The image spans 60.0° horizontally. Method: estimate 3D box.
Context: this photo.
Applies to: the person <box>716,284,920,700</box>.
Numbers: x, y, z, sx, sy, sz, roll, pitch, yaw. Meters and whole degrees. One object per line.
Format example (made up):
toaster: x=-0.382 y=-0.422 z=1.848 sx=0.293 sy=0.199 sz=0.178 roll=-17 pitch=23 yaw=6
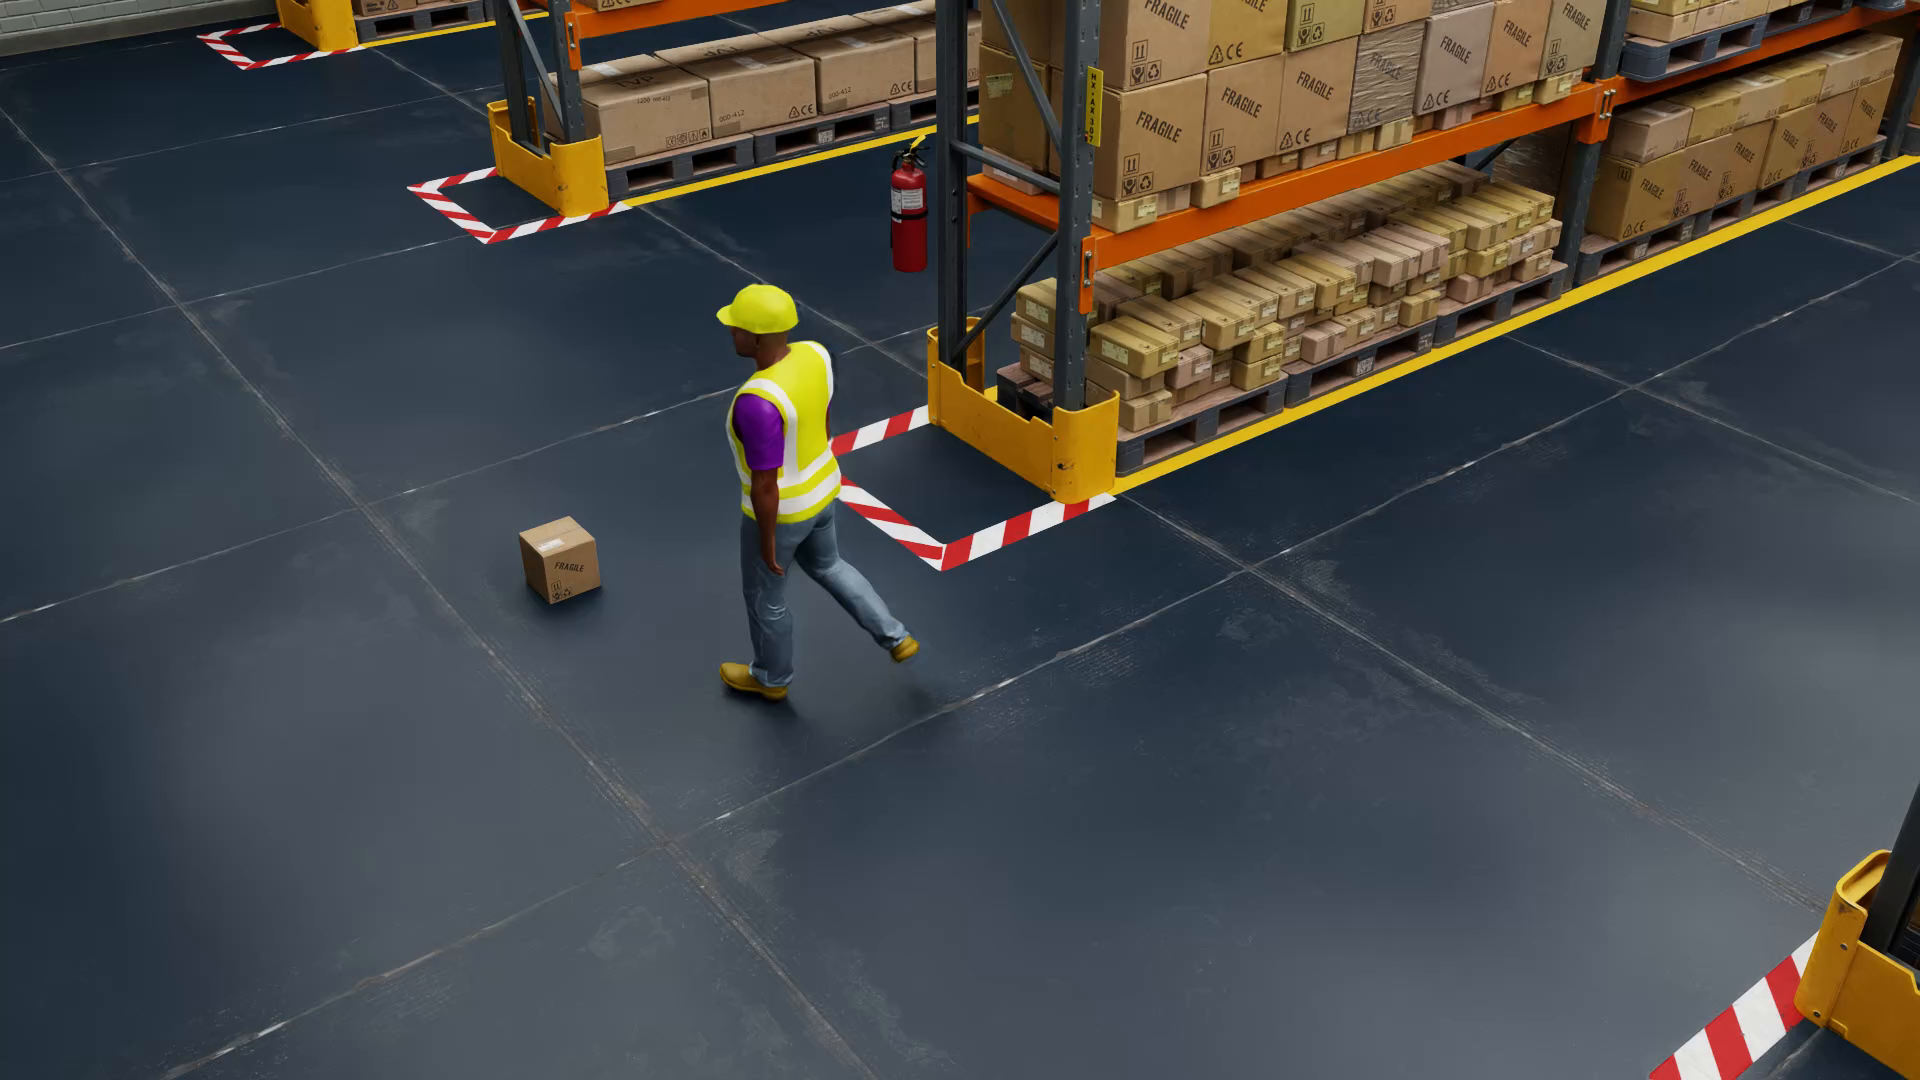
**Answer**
person: x=-0.576 y=-0.135 z=6.306 sx=0.804 sy=1.760 sz=0.593 roll=14 pitch=35 yaw=22
